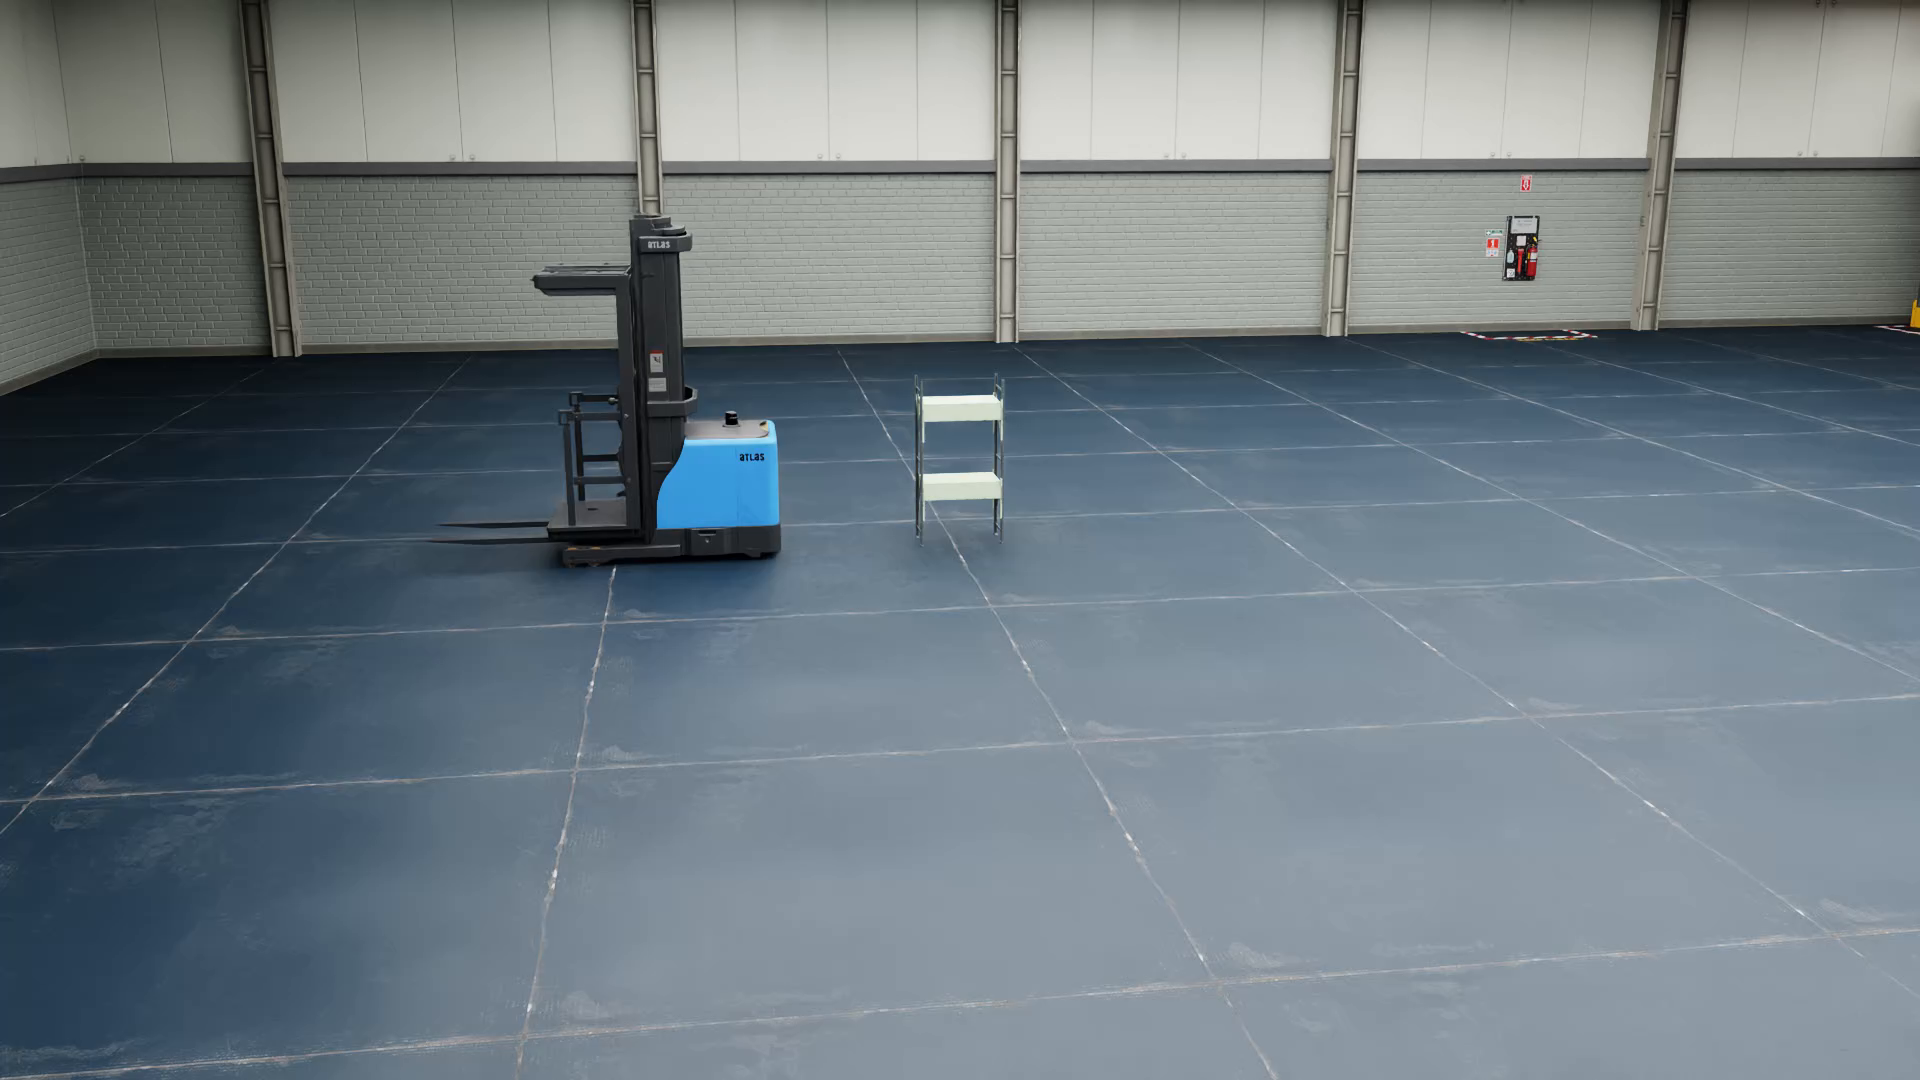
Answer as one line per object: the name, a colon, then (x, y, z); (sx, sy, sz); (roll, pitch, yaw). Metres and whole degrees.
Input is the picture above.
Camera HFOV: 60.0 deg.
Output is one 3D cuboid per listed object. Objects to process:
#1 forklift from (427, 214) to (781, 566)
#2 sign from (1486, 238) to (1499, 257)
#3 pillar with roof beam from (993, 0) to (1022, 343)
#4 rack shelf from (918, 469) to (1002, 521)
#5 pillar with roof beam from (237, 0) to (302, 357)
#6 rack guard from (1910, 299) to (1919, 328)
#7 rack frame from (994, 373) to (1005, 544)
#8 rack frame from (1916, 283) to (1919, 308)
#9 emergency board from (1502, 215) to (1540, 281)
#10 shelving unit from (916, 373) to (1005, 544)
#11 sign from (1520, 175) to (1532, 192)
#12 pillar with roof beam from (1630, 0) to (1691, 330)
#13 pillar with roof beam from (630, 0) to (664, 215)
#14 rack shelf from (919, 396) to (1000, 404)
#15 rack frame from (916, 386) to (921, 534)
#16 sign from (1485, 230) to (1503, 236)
forklift: (-3.131, -1.325, 14.510); (3.031, 2.935, 1.130); (-2, 14, -7)
sign: (9.659, -5.303, 30.157); (0.234, 0.329, 0.001); (-2, 14, -8)
pillar with roof beam: (1.446, -6.801, 23.870); (0.400, 9.000, 9.100); (-2, 14, -8)
rack shelf: (-0.007, -0.411, 15.146); (0.720, 0.370, 0.431); (-2, 14, -8)
pillar with roof beam: (-10.420, -6.366, 22.136); (0.400, 9.000, 9.100); (-2, 14, -8)
rack guard: (18.116, -4.136, 30.714); (0.348, 0.500, 1.175); (-2, 14, -8)
rack frame: (0.355, -0.740, 15.119); (0.023, 1.500, 0.400); (-2, 14, -8)
rack frame: (18.040, -5.346, 30.399); (0.127, 3.000, 1.000); (-2, 14, -8)
emergency board: (10.210, -5.285, 30.159); (0.626, 1.169, 0.157); (-2, 14, -8)
shelving unit: (-0.003, -0.727, 15.067); (0.748, 1.500, 0.431); (-2, 14, -8)
sign: (10.199, -6.429, 29.955); (0.199, 0.298, 0.001); (-2, 14, -8)
pillar with roof beam: (13.312, -7.236, 25.604); (0.400, 9.000, 9.100); (-2, 14, -8)
pillar with roof beam: (-4.487, -6.584, 23.003); (0.400, 9.000, 9.100); (-2, 14, -8)
rack shelf: (-0.007, -1.201, 14.948); (0.686, 0.124, 0.368); (-2, 14, -8)
rack frame: (-0.368, -0.714, 15.012); (0.010, 1.308, 0.380); (-2, 14, -8)
sign: (9.665, -5.558, 30.085); (0.331, 0.109, 0.001); (-2, 14, -8)
